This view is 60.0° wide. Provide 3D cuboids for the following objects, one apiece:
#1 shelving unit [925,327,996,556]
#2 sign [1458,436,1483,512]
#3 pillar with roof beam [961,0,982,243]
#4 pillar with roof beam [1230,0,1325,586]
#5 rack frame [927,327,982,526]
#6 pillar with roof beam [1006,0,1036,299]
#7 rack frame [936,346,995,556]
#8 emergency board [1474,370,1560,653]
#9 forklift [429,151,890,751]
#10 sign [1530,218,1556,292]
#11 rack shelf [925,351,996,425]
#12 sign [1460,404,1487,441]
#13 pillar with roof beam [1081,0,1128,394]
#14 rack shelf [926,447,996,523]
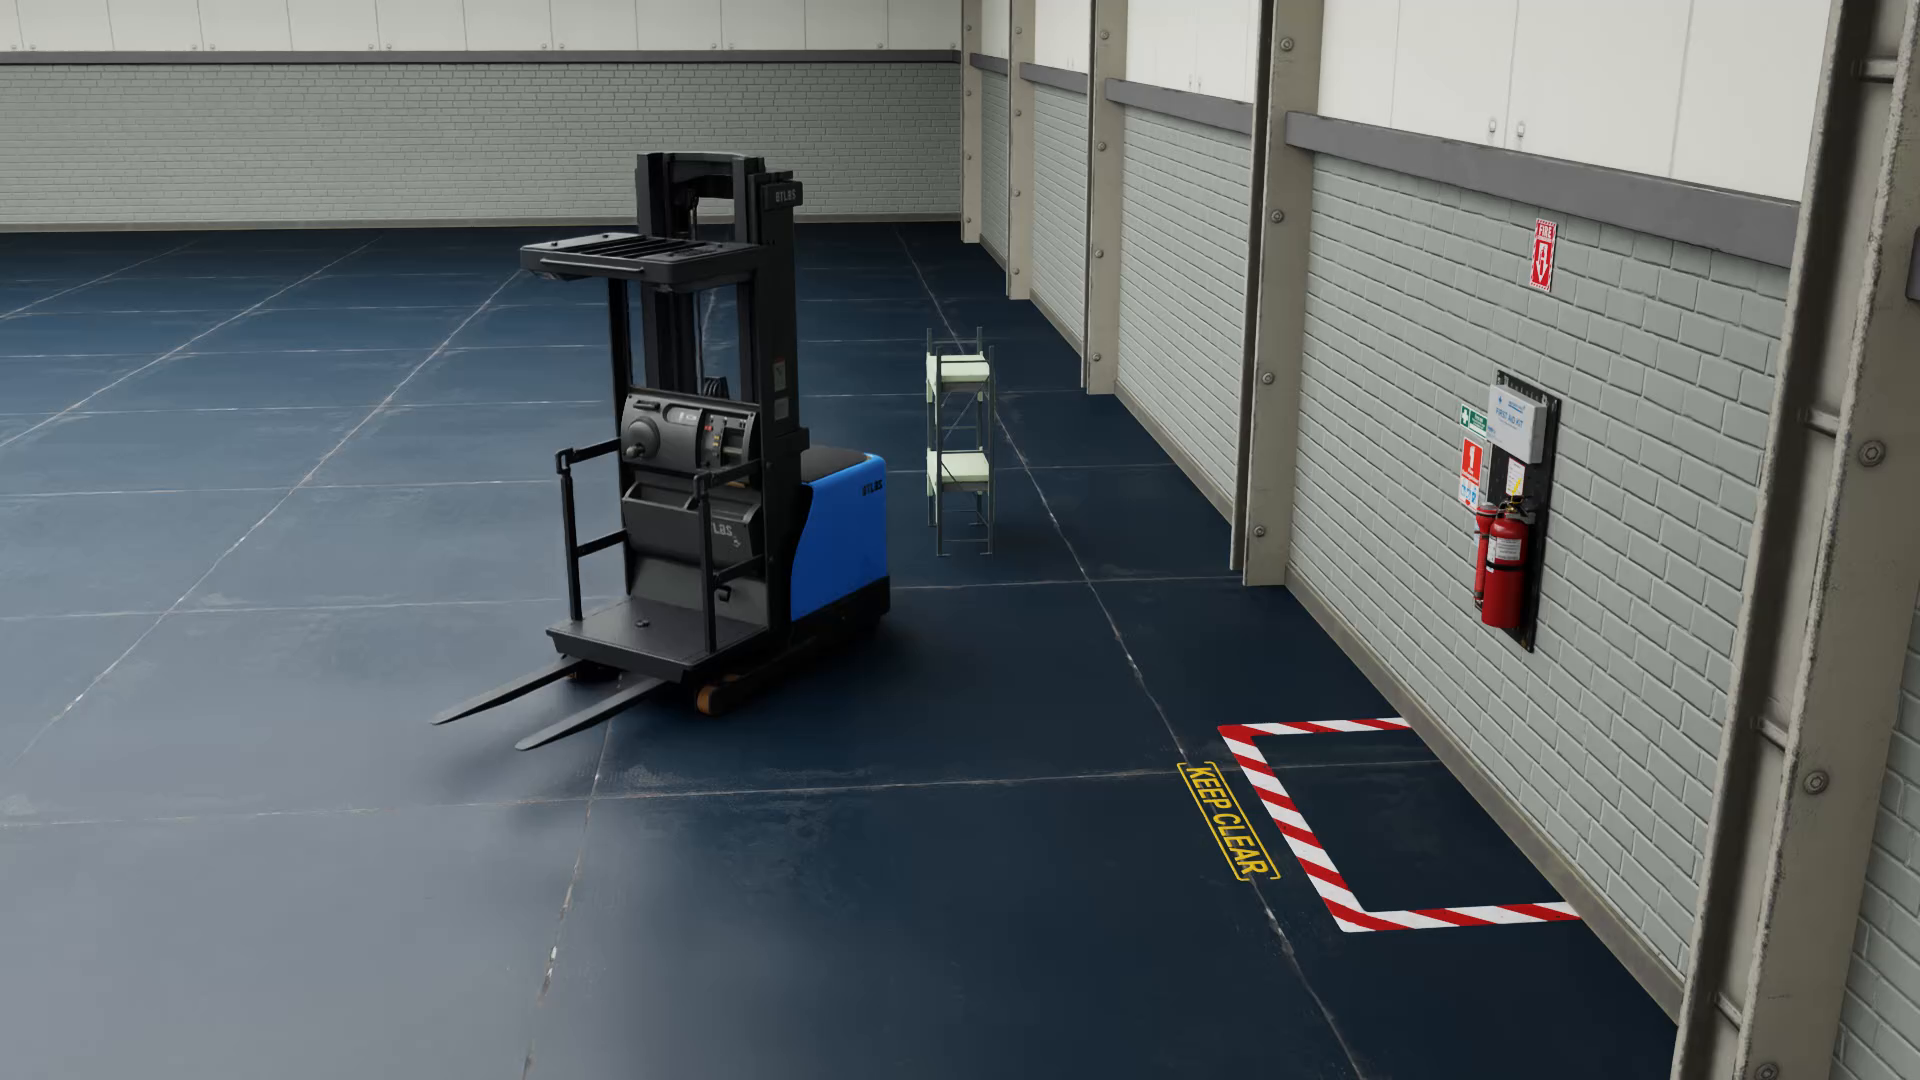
[{"bbox_3d":[-0.001,-0.718,11.959,0.431,1.500,0.755,-2,18,-6],"label":"shelving unit"},{"bbox_3d":[2.497,-0.321,8.133,0.001,0.329,0.234,-2,18,-6],"label":"sign"},{"bbox_3d":[-4.089,-9.279,26.708,9.100,9.000,0.400,-2,18,-6],"label":"pillar with roof beam"},{"bbox_3d":[-2.233,-3.916,9.626,9.100,9.000,0.400,-2,18,-6],"label":"pillar with roof beam"},{"bbox_3d":[-0.038,-0.827,12.306,0.400,1.500,0.023,-2,18,-6],"label":"rack frame"},{"bbox_3d":[-3.471,-7.491,21.014,9.100,9.000,0.400,-2,18,-6],"label":"pillar with roof beam"},{"bbox_3d":[0.037,-0.609,11.611,0.400,1.500,0.023,-2,18,-6],"label":"rack frame"},{"bbox_3d":[2.451,-0.136,7.603,0.194,1.169,0.643,-2,18,-6],"label":"emergency board"},{"bbox_3d":[-1.639,-0.594,9.175,1.130,2.935,3.031,10,20,30],"label":"forklift"},{"bbox_3d":[2.549,-1.248,7.274,0.001,0.298,0.199,-2,18,-6],"label":"sign"},{"bbox_3d":[-0.001,-1.090,11.842,0.431,0.370,0.720,-2,18,-6],"label":"rack shelf"},{"bbox_3d":[2.488,-0.572,8.048,0.001,0.109,0.331,-2,18,-6],"label":"sign"},{"bbox_3d":[-2.852,-5.703,15.320,9.100,9.000,0.400,-2,18,-6],"label":"pillar with roof beam"},{"bbox_3d":[-0.001,-0.407,12.056,0.431,0.370,0.720,-2,18,-6],"label":"rack shelf"}]
